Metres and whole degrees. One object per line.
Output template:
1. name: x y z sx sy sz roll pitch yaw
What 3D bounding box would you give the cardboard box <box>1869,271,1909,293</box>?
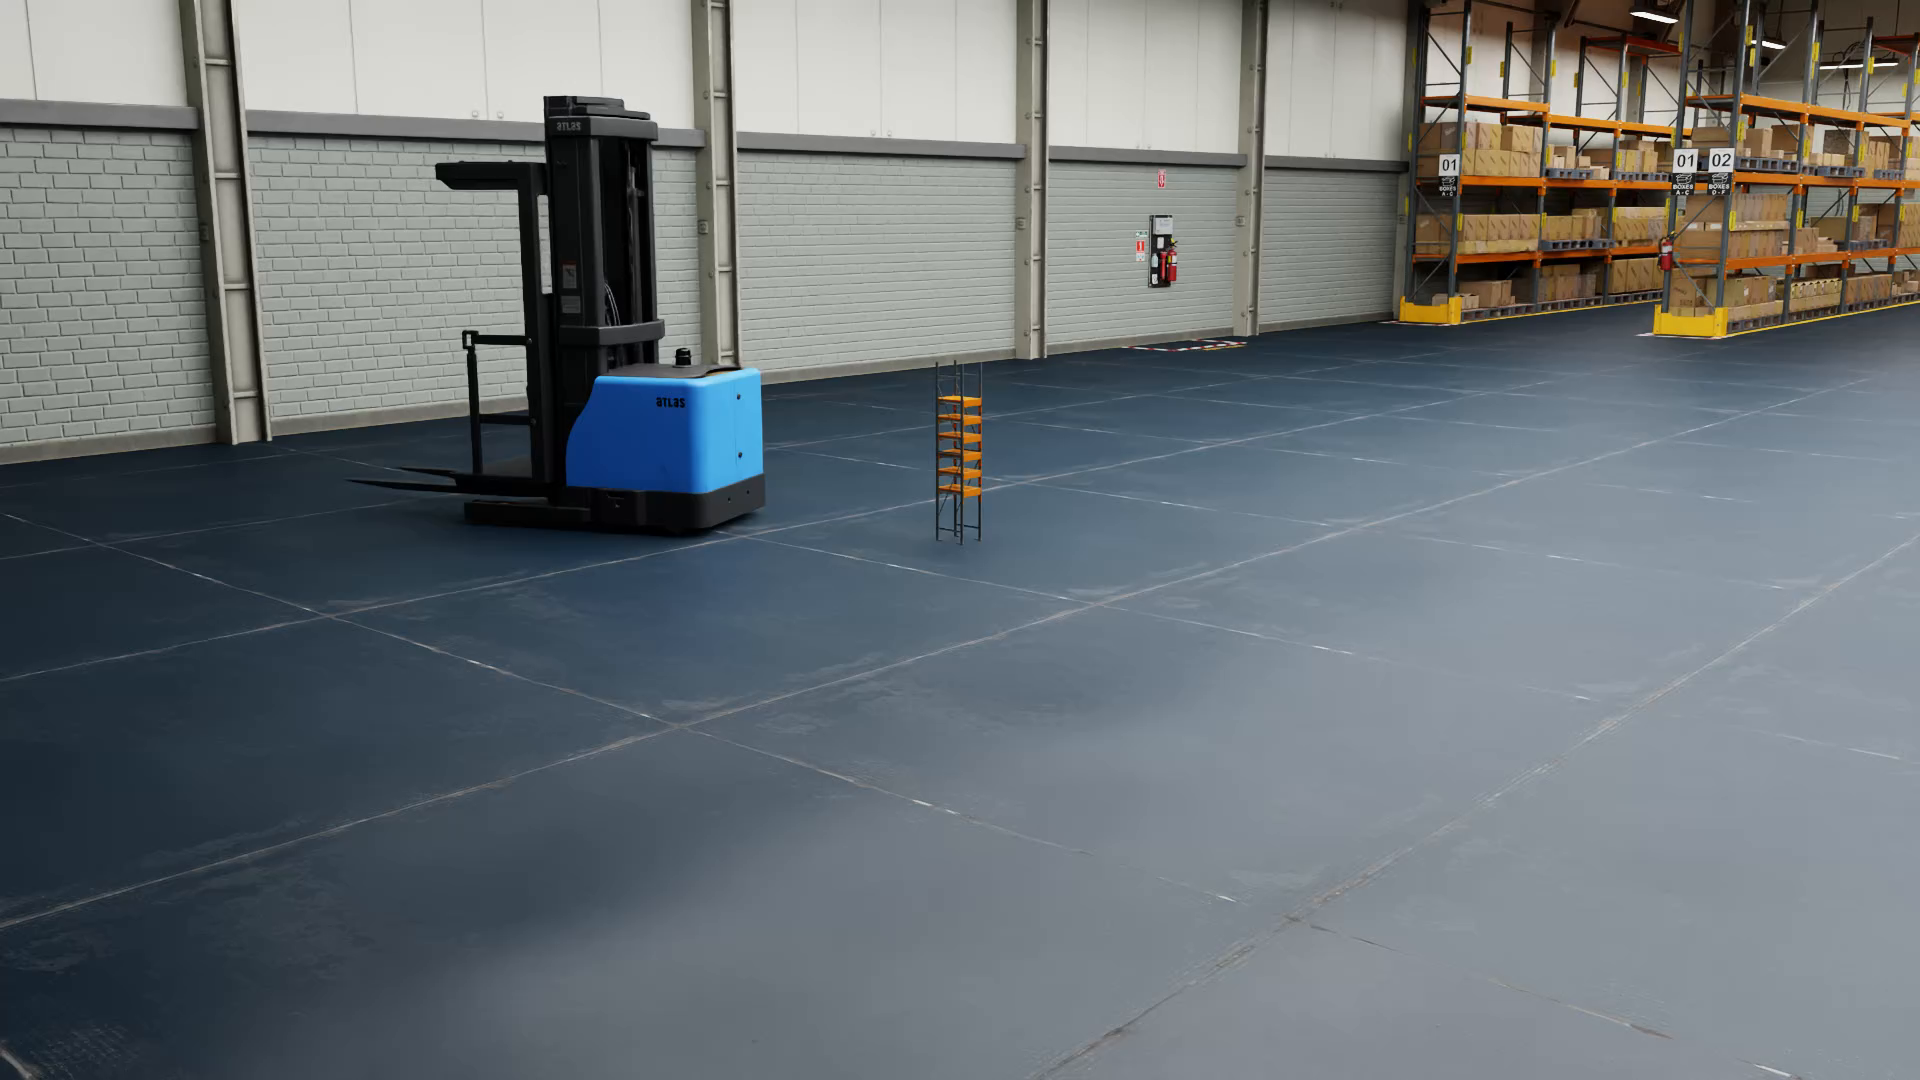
1. cardboard box: 22.042 -6.133 39.509 0.797 0.503 0.637 10 15 40

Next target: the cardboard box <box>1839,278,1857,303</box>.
1. cardboard box: 18.680 -5.296 35.326 0.500 0.500 0.500 11 15 43

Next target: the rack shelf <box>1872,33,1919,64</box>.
1. rack shelf: 22.126 -11.377 38.551 1.077 0.370 4.000 10 15 40

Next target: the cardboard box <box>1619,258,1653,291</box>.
1. cardboard box: 16.166 -6.412 40.074 0.750 0.750 0.750 10 15 42

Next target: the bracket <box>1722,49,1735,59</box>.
1. bracket: 20.848 -13.202 45.144 0.235 0.232 0.430 10 15 40

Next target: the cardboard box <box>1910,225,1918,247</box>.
1. cardboard box: 22.014 -7.102 38.856 0.500 0.500 0.500 10 15 40

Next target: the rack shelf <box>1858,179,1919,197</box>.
1. rack shelf: 22.126 -8.277 39.170 1.077 0.370 4.000 10 15 40

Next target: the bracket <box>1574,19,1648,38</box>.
1. bracket: 15.175 -11.938 38.814 0.076 0.066 4.783 10 15 40

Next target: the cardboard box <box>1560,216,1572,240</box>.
1. cardboard box: 12.948 -6.845 36.444 0.500 0.500 0.700 -10 15 -40

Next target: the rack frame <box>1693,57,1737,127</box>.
1. rack frame: 19.722 -11.035 43.483 1.000 3.000 0.127 10 15 40

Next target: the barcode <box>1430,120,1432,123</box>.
1. barcode: 9.254 -8.212 32.671 0.001 0.075 0.075 10 15 40

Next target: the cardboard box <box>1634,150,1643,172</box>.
1. cardboard box: 15.721 -8.969 39.421 0.700 0.500 0.500 10 15 40

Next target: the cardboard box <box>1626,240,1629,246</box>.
1. cardboard box: 15.483 -6.977 39.076 0.380 0.149 0.250 10 15 42

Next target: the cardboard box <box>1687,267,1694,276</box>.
1. cardboard box: 18.327 -6.730 42.557 0.700 0.500 0.500 10 15 42

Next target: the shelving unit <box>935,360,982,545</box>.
1. shelving unit: -0.010 -0.586 11.083 0.258 1.200 0.189 10 15 40

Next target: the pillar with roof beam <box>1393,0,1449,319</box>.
1. pillar with roof beam: 12.207 -8.339 29.986 9.100 9.000 0.548 10 15 40

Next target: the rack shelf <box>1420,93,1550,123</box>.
1. rack shelf: 10.481 -8.620 33.241 1.077 0.370 4.000 10 15 40

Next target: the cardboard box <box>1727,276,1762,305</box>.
1. cardboard box: 14.397 -4.595 30.590 0.500 0.500 0.500 10 15 40

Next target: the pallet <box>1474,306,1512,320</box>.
1. pallet: 10.579 -4.676 34.084 1.003 0.211 1.213 10 15 40

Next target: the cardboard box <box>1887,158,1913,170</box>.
1. cardboard box: 21.313 -8.546 37.790 0.500 0.250 0.500 10 15 40

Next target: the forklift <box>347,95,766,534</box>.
1. forklift: -2.990 -1.630 11.889 3.031 2.935 1.130 4 12 18

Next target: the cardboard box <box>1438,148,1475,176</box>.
1. cardboard box: 9.569 -7.285 32.064 0.500 0.500 0.500 10 15 42

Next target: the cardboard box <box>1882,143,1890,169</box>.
1. cardboard box: 20.418 -8.575 37.243 0.600 0.600 0.600 8 14 35

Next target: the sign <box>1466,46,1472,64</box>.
1. sign: 9.568 -9.107 31.247 0.100 0.325 0.005 10 15 40

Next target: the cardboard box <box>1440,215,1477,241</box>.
1. cardboard box: 9.702 -6.074 32.381 0.500 0.500 0.500 10 15 40

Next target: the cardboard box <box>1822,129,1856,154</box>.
1. cardboard box: 18.458 -8.349 34.890 0.500 0.500 0.500 10 15 40

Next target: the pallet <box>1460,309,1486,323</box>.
1. pallet: 9.774 -4.497 33.190 1.003 0.211 1.213 10 15 40

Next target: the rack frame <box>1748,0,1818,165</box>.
1. rack frame: 15.525 -8.629 31.440 1.000 3.000 0.127 10 15 40

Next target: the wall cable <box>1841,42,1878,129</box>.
1. wall cable: 25.757 -12.425 45.476 3.097 2.526 0.112 10 15 40

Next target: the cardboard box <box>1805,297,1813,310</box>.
1. cardboard box: 16.655 -4.724 33.151 0.500 0.250 0.500 9 15 39

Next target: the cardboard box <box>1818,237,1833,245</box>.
1. cardboard box: 17.892 -6.184 34.743 0.500 0.311 0.500 11 16 44

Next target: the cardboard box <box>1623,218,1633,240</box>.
1. cardboard box: 15.307 -7.235 38.709 0.500 0.500 0.500 10 15 42

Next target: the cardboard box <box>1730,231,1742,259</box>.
1. cardboard box: 13.545 -5.293 29.797 0.700 0.500 0.500 10 15 42

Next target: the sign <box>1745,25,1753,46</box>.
1. sign: 13.297 -8.504 28.023 0.100 0.325 0.005 10 15 40

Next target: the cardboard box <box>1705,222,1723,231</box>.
1. cardboard box: 13.305 -5.496 29.157 0.380 0.149 0.250 10 15 40

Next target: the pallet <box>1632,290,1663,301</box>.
1. pallet: 16.629 -6.014 40.780 1.003 0.211 1.213 10 15 40

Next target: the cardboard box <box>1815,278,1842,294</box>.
1. cardboard box: 18.004 -5.299 34.602 0.500 0.311 0.500 10 15 42

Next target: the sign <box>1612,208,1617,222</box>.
1. sign: 14.855 -7.376 37.728 0.100 0.325 0.005 10 15 40

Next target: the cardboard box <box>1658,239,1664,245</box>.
1. cardboard box: 16.923 -7.264 40.514 0.380 0.149 0.250 10 15 41

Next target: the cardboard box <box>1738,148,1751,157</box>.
1. cardboard box: 13.793 -6.871 29.510 0.380 0.149 0.250 10 15 40

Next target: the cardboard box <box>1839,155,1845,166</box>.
1. cardboard box: 17.908 -7.805 34.283 0.500 0.250 0.500 8 14 36

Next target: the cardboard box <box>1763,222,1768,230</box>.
1. cardboard box: 14.667 -5.800 30.681 0.380 0.149 0.250 10 15 42

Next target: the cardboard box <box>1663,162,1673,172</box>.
1. cardboard box: 17.736 -9.224 41.133 0.500 0.250 0.500 10 15 40

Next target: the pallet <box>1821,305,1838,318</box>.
1. pallet: 17.592 -4.792 34.666 1.003 0.211 1.213 10 15 40

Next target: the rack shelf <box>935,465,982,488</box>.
1. rack shelf: -0.010 -0.425 11.115 0.258 0.103 0.180 10 15 40

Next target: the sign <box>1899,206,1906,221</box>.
1. sign: 21.225 -7.361 37.450 0.100 0.325 0.005 10 15 40

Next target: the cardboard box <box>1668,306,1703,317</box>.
1. cardboard box: 13.016 -4.073 29.895 0.500 0.250 0.500 10 15 40

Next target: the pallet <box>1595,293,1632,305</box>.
1. pallet: 15.019 -5.655 38.983 1.003 0.211 1.213 10 15 40

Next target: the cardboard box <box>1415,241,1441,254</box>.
1. cardboard box: 9.324 -5.769 32.767 0.500 0.250 0.500 10 15 41

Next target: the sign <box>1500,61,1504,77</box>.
1. sign: 11.380 -9.876 34.892 0.100 0.325 0.005 10 15 40

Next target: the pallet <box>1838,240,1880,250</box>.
1. pallet: 19.445 -6.468 36.428 1.003 0.211 1.213 10 15 40

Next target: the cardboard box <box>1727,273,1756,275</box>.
1. cardboard box: 14.983 -4.885 32.043 0.500 0.500 0.500 10 15 40

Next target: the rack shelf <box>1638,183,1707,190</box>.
1. rack shelf: 18.402 -8.917 42.374 1.077 0.370 4.000 10 15 40

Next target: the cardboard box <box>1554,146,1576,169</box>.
1. cardboard box: 13.036 -8.305 36.146 0.500 0.500 0.500 9 14 38

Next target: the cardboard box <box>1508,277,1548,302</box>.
1. cardboard box: 12.274 -5.428 35.986 0.700 0.500 0.500 10 15 42
